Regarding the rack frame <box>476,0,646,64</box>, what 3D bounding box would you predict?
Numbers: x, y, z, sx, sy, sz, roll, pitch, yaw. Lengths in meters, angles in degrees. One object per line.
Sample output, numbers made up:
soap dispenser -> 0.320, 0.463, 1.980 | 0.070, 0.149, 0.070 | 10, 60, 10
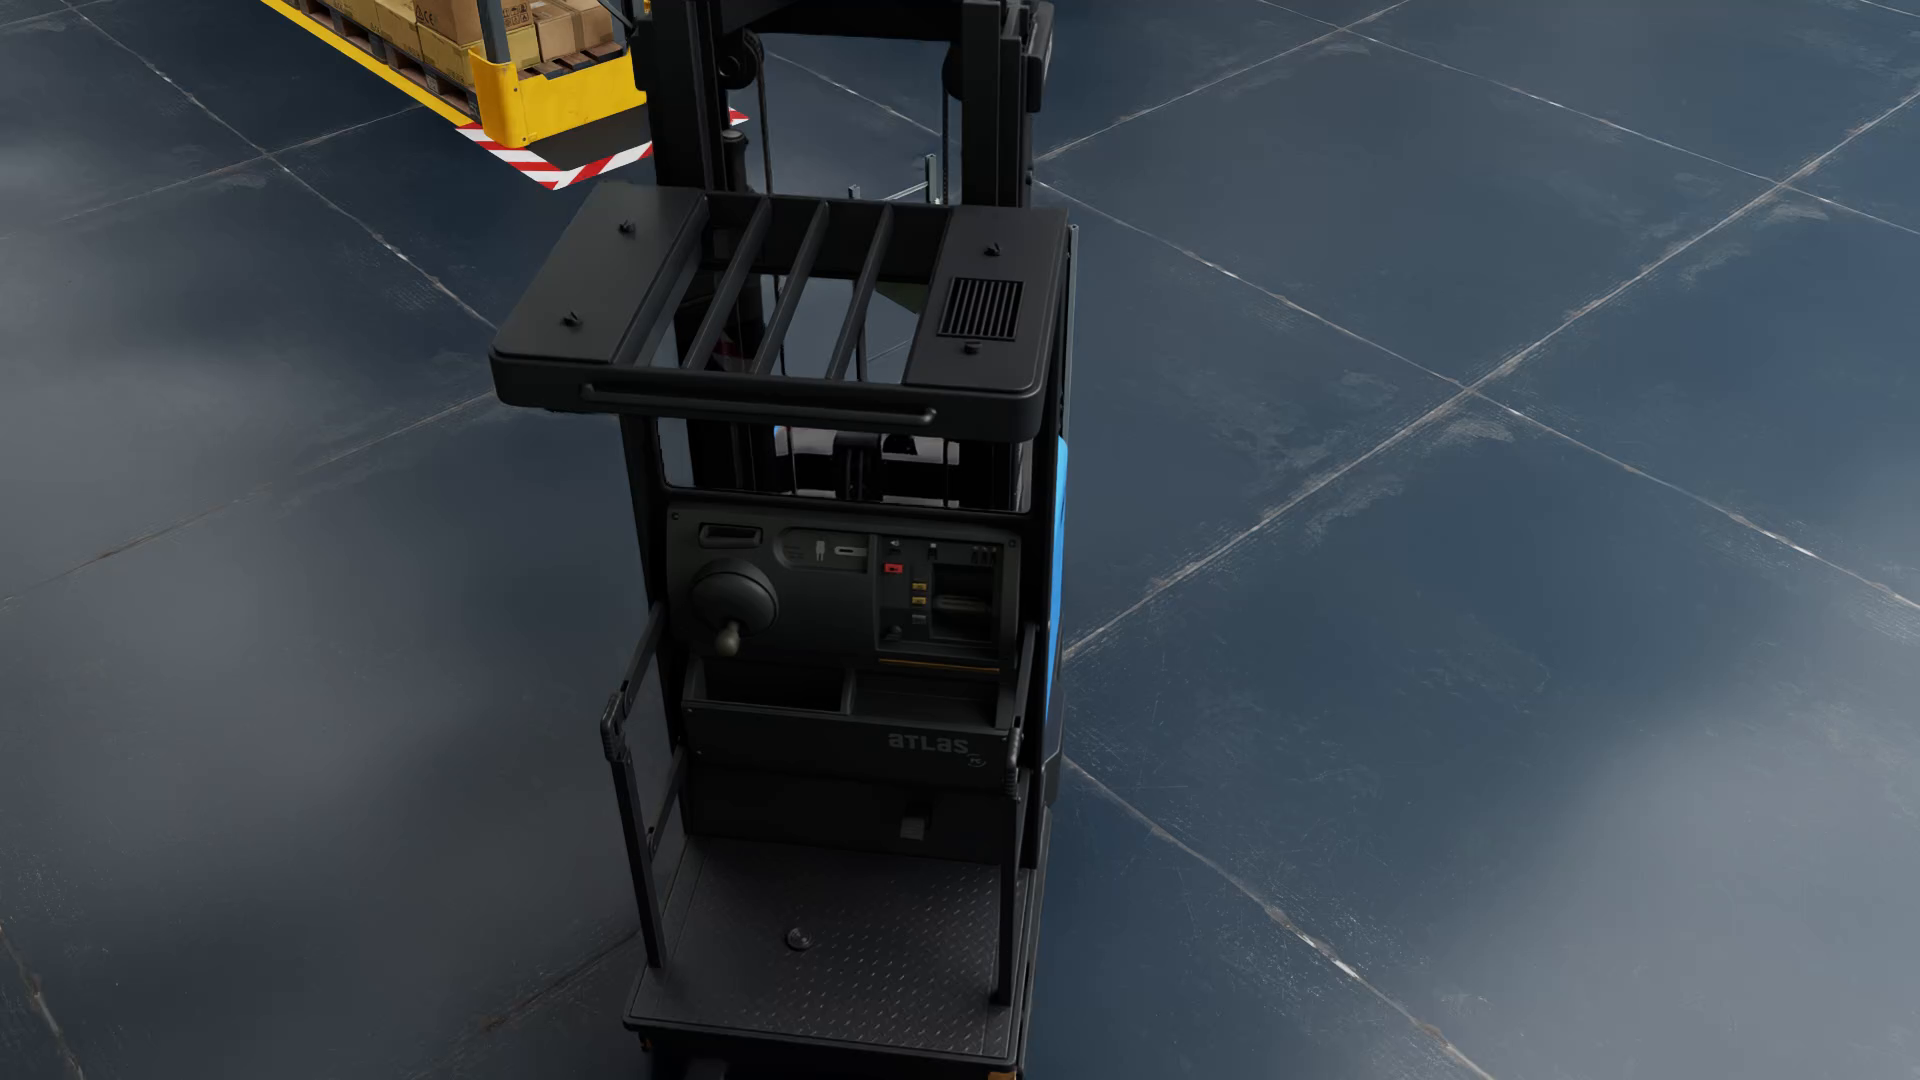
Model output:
rack frame -> -2.272, -3.731, 8.982 | 1.000, 3.000, 0.127 | -30, 48, -32

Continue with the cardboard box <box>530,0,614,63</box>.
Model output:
cardboard box -> -2.470, -3.167, 10.138 | 0.500, 0.250, 0.500 | -30, 48, -32

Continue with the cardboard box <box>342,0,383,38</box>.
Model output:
cardboard box -> -3.538, -3.404, 10.432 | 0.500, 0.250, 0.500 | -30, 48, -32

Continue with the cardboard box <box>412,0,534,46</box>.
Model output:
cardboard box -> -2.854, -3.238, 9.629 | 0.500, 0.500, 0.500 | -30, 48, -32

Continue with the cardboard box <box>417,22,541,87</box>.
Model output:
cardboard box -> -2.852, -2.947, 9.866 | 0.500, 0.250, 0.500 | -30, 48, -32

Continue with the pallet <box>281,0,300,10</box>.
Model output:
pallet -> -4.470, -4.111, 11.672 | 1.003, 0.211, 1.213 | -30, 48, -32

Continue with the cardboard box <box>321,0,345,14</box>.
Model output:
cardboard box -> -3.875, -3.636, 10.719 | 0.500, 0.250, 0.500 | -30, 48, -32

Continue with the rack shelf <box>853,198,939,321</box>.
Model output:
rack shelf -> 0.005, -0.884, 6.030 | 0.431, 0.370, 0.720 | -30, 48, -32

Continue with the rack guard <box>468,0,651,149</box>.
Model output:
rack guard -> -2.255, -2.747, 9.754 | 1.175, 0.500, 0.348 | -30, 48, -32

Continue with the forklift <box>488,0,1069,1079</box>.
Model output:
forklift -> -0.332, 0.203, 4.165 | 1.130, 2.935, 3.031 | 5, 39, 6

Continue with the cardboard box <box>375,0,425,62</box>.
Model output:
cardboard box -> -3.199, -3.173, 10.146 | 0.500, 0.250, 0.500 | -30, 48, -32

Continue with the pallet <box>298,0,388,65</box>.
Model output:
pallet -> -3.641, -3.546, 10.973 | 1.003, 0.211, 1.213 | -30, 48, -32

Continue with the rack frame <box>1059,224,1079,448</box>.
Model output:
rack frame -> 0.252, -0.411, 6.065 | 0.400, 1.500, 0.023 | -30, 48, -32

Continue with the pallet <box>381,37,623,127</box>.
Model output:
pallet -> -2.820, -2.982, 10.274 | 1.003, 0.211, 1.213 | -30, 48, -32

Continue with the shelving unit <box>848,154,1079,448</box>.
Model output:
shelving unit -> 0.005, -0.580, 6.275 | 0.431, 1.500, 0.755 | -30, 48, -32

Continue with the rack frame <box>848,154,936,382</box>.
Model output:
rack frame -> -0.243, -0.750, 6.485 | 0.400, 1.500, 0.023 | -30, 48, -32
